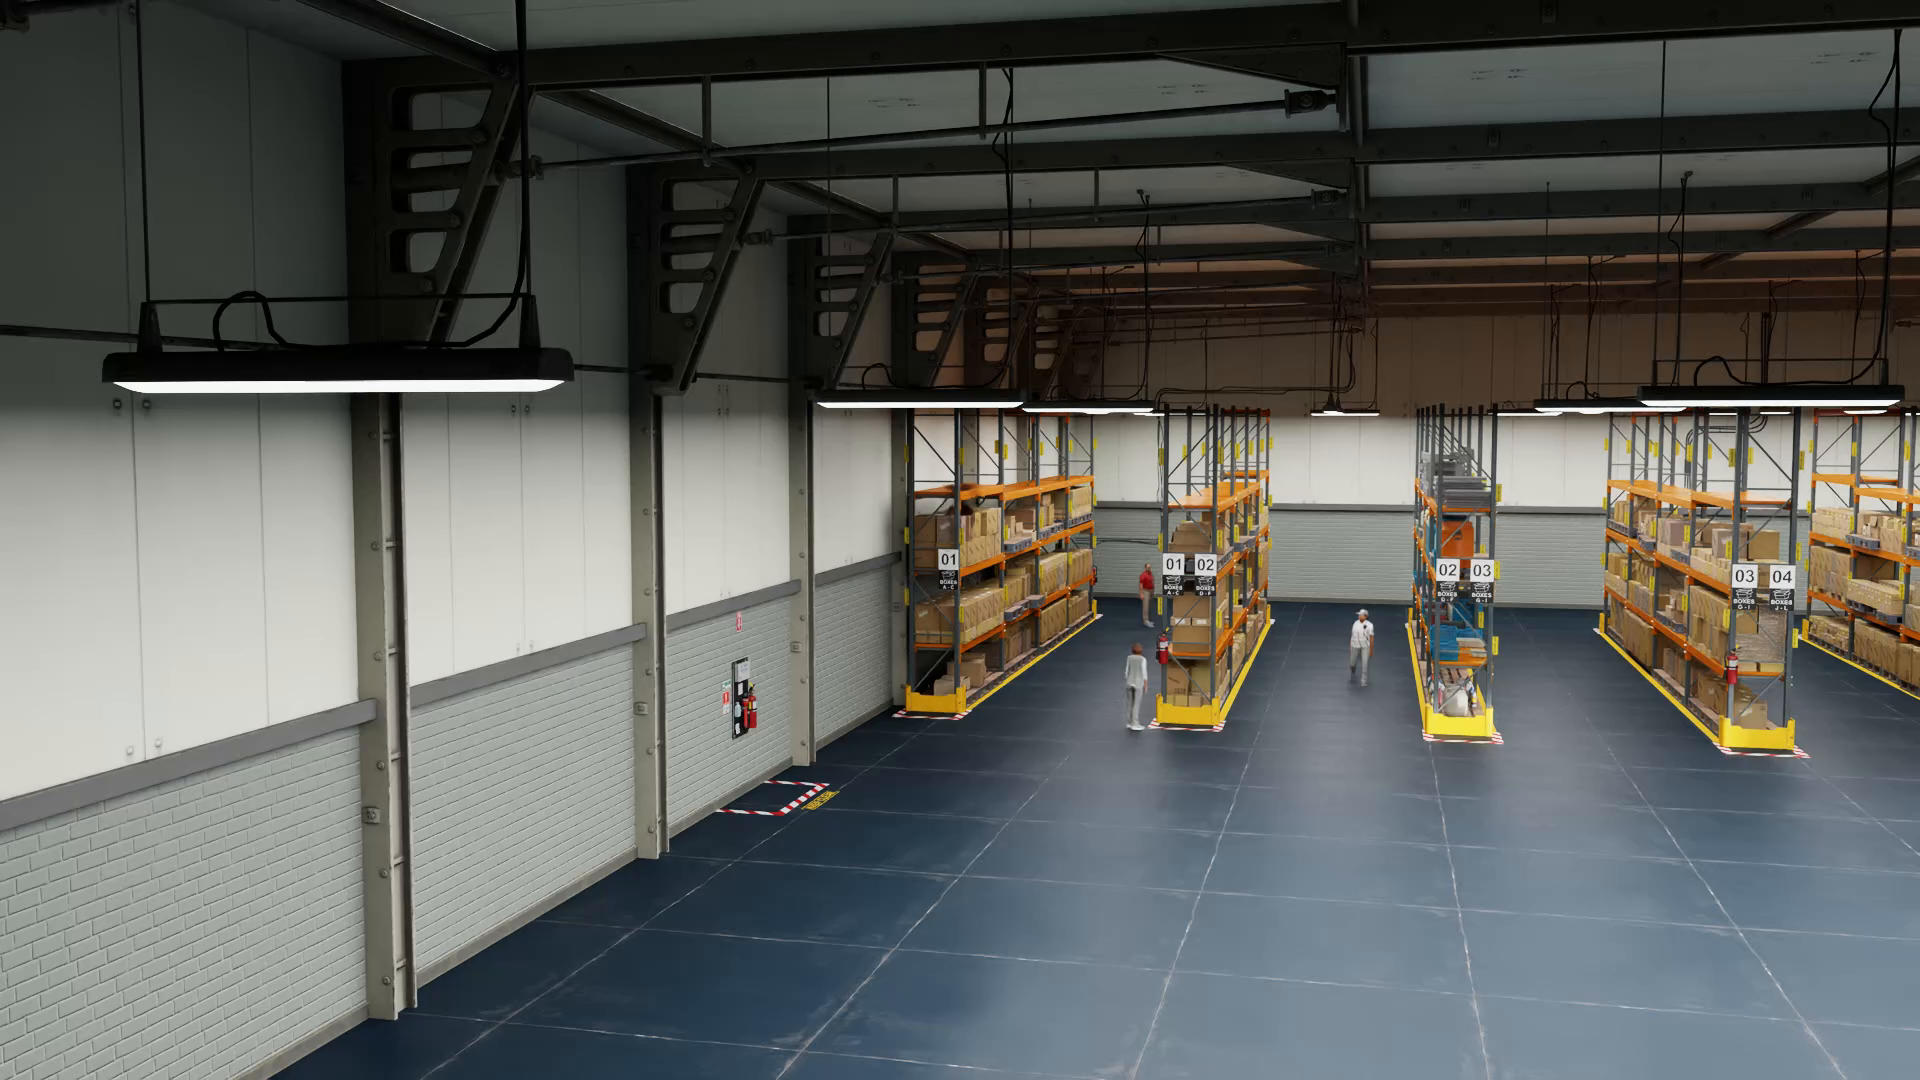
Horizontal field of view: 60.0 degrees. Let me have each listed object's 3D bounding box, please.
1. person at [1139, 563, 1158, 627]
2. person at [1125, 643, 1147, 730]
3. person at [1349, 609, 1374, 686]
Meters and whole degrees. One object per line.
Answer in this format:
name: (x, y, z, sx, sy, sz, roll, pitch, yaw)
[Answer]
person: (5.267, 1.516, 46.093, 0.579, 1.751, 0.548, -4, 6, -45)
person: (3.255, 2.695, 30.641, 0.438, 1.614, 0.388, 3, 5, 35)
person: (8.628, 2.295, 35.721, 0.509, 1.630, 0.665, 1, 4, 12)
